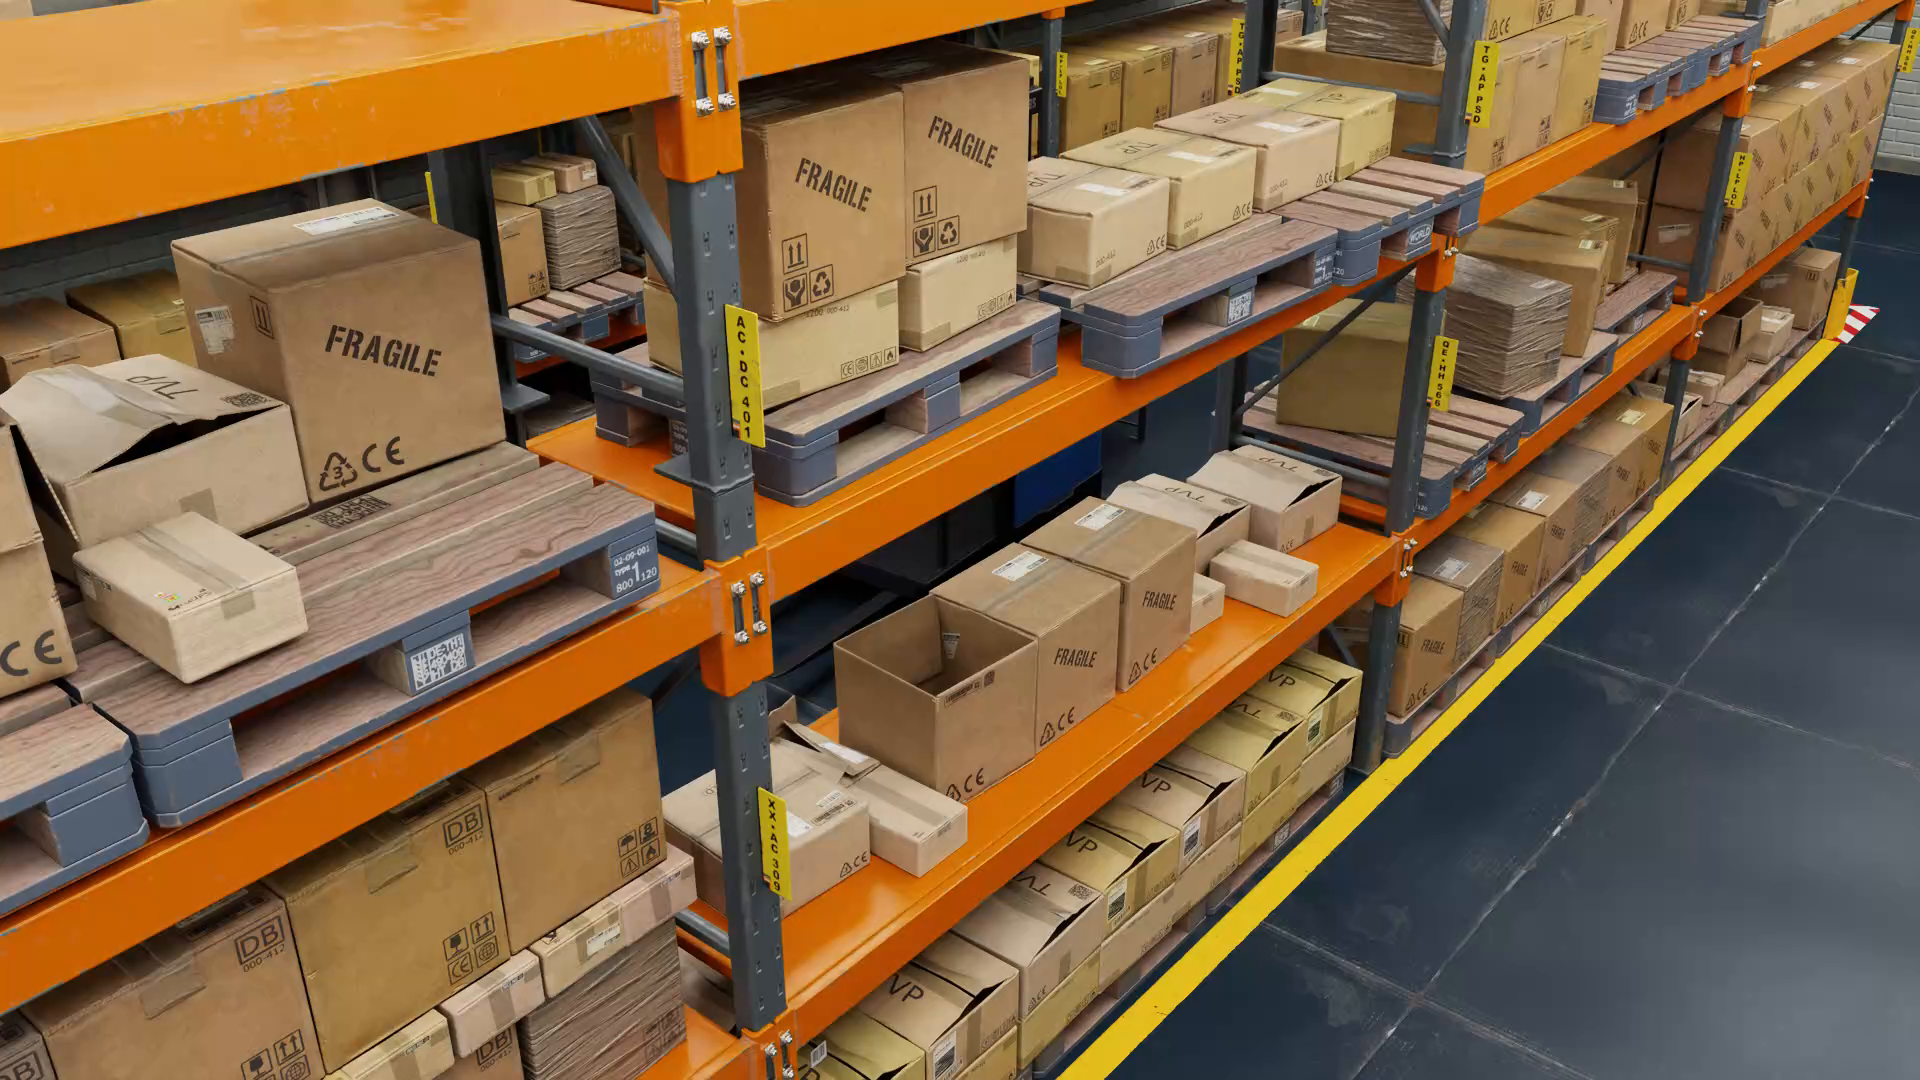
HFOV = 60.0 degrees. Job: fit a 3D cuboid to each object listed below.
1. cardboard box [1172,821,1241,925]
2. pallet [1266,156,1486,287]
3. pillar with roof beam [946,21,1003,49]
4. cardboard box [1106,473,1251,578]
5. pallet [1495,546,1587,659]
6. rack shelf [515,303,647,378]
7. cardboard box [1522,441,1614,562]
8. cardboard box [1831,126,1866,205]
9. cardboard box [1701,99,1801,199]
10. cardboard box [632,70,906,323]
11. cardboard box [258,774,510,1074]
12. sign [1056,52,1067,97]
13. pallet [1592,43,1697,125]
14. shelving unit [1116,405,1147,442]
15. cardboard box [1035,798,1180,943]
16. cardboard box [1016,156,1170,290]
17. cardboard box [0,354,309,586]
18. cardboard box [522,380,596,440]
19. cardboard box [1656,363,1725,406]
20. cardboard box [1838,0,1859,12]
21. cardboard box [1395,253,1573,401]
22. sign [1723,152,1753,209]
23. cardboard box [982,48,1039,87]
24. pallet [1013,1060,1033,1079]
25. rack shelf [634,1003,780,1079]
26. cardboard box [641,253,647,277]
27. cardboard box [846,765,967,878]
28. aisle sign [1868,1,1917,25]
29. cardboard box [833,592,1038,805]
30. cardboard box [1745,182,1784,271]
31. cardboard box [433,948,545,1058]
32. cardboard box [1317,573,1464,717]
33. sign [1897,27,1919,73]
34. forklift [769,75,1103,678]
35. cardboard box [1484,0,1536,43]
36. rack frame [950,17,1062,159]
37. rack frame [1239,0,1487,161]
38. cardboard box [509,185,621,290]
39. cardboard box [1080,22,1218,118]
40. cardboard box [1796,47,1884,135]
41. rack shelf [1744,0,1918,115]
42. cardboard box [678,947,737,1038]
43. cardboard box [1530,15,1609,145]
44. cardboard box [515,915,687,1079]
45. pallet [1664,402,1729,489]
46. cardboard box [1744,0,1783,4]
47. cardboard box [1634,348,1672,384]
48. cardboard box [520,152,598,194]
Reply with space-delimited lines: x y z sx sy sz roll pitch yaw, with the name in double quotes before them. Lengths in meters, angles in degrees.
"cardboard box" 0.832 1.300 7.009 0.500 0.250 0.500 22 34 36
"pallet" 1.263 -1.336 6.509 1.213 0.211 1.003 23 35 37
"pillar with roof beam" 3.445 -5.126 10.365 9.100 9.000 0.400 21 34 34
"cardboard box" 0.907 -0.054 7.187 0.500 0.311 0.500 20 34 34
"pallet" 2.906 0.200 9.633 1.003 0.211 1.213 21 34 34
"rack shelf" -3.471 -0.772 9.261 1.077 0.370 4.000 21 34 34
"cardboard box" 3.437 -0.248 9.707 0.500 0.500 0.500 21 34 35
"cardboard box" 6.312 -2.812 12.312 0.500 0.500 0.500 21 34 35
"cardboard box" 5.014 -2.529 10.677 0.500 0.500 0.500 20 33 33
"cardboard box" -0.496 -0.928 4.405 0.500 0.500 0.500 21 34 35
"cardboard box" -1.516 0.782 3.953 0.700 0.500 0.500 21 34 34
"sign" 0.770 -3.543 12.660 0.100 0.325 0.005 21 34 34
"pallet" 3.044 -2.442 8.646 1.213 0.211 1.003 21 34 34
"shelving unit" 0.786 -1.228 10.991 0.538 1.500 1.048 18 32 30
"cardboard box" 0.513 1.231 6.532 0.500 0.311 0.500 22 34 36
"cardboard box" 0.345 -1.048 5.453 0.500 0.250 0.500 18 32 30
"cardboard box" -1.786 -0.184 3.565 0.500 0.311 0.500 19 33 32
"cardboard box" -2.617 -0.615 10.416 0.700 0.500 0.500 21 34 35
"cardboard box" 5.146 -1.105 11.725 0.380 0.166 0.250 21 34 34
"cardboard box" 5.626 -3.669 10.977 0.500 0.250 0.500 21 34 34
"cardboard box" 2.668 -1.110 8.565 0.500 0.500 0.700 -21 34 -34
"sign" 4.600 -2.126 9.834 0.100 0.325 0.005 21 34 34
"cardboard box" 0.245 -3.497 12.475 0.500 0.250 0.500 22 34 36
"pallet" -0.480 2.030 6.096 1.003 0.211 1.213 21 34 34
"rack shelf" -2.191 2.093 3.723 1.077 0.370 4.000 21 34 34
"cardboard box" -1.811 -1.747 10.614 0.380 0.149 0.250 20 34 34
"cardboard box" -0.197 0.921 5.478 0.380 0.149 0.250 21 34 34
"aisle sign" 6.994 -4.280 12.429 0.394 0.787 0.004 21 34 34
"cardboard box" -0.083 0.565 5.784 0.500 0.500 0.500 24 36 38
"cardboard box" 5.028 -2.100 10.937 0.500 0.500 0.500 21 34 35
"cardboard box" -1.250 1.071 4.100 0.380 0.149 0.250 20 33 33
"cardboard box" 2.136 0.483 8.294 0.500 0.500 0.500 22 35 36
"sign" 7.130 -3.676 12.487 0.100 0.325 0.005 21 34 34
"forklift" -0.354 -1.067 9.122 1.130 2.935 3.031 18 32 30
"cardboard box" 2.232 -2.509 7.373 0.500 0.500 0.500 21 34 34
"rack frame" 0.345 -3.219 13.207 1.000 3.000 0.127 21 34 34
"rack frame" 1.626 -3.019 6.292 1.000 3.000 0.127 21 34 34
"cardboard box" -2.490 -1.871 10.014 0.700 0.500 0.500 16 32 29
"cardboard box" 1.626 -4.058 14.503 0.980 0.700 0.700 19 33 32
"cardboard box" 6.323 -3.262 12.093 0.500 0.500 0.500 22 34 36
"rack shelf" 5.442 -3.494 11.258 1.077 0.370 4.000 21 34 34
"cardboard box" -0.882 1.622 5.775 0.500 0.311 0.500 21 34 34
"cardboard box" 2.532 -2.261 7.982 0.910 0.500 0.500 21 34 34
"cardboard box" -1.196 1.179 4.598 0.700 0.500 0.500 20 33 33
"pallet" 4.607 -0.777 11.522 1.003 0.211 1.213 21 34 34
"cardboard box" 4.671 -3.360 9.835 0.500 0.250 0.500 21 34 34
"cardboard box" 4.790 -1.324 11.993 0.500 0.311 0.500 21 34 34
"cardboard box" -2.396 -2.197 9.940 0.380 0.149 0.250 16 31 28
